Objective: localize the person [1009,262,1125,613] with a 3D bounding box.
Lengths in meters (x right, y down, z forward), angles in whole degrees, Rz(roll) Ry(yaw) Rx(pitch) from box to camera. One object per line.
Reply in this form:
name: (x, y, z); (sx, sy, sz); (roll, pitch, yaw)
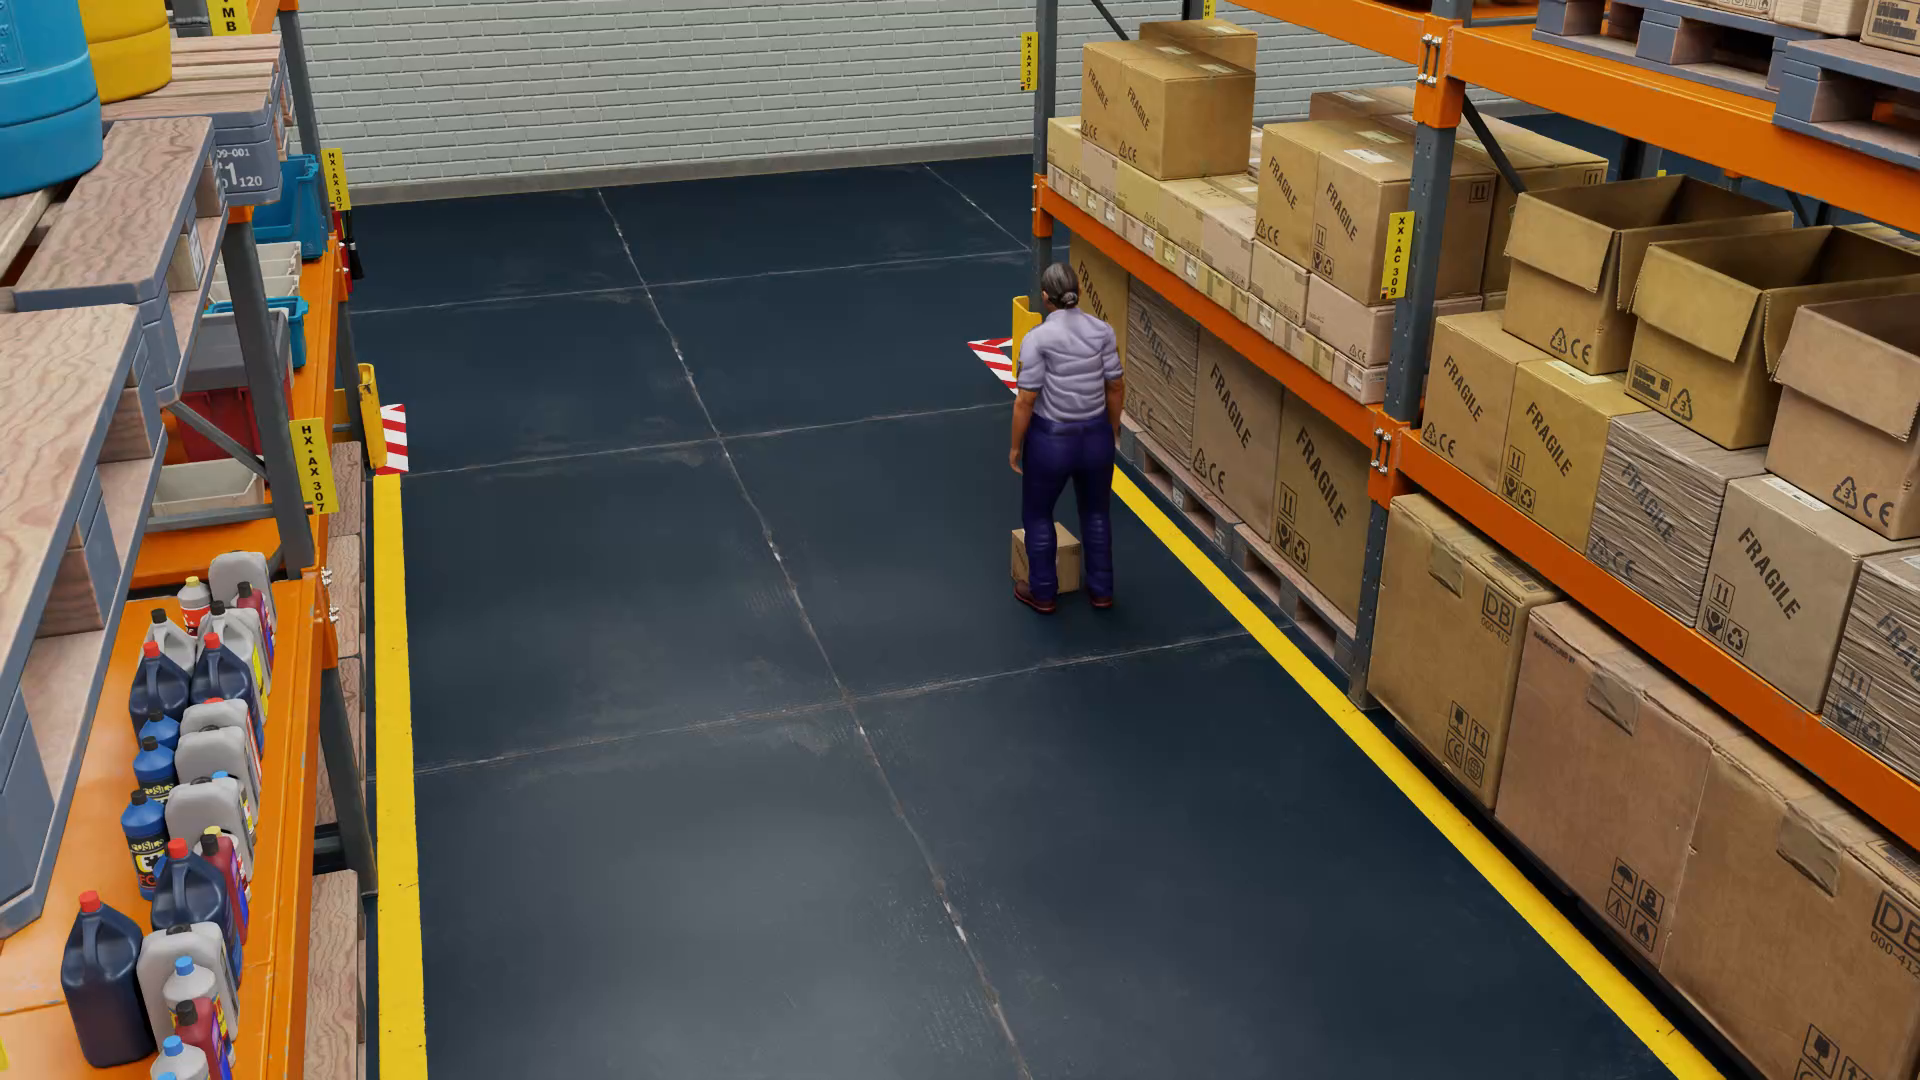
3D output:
person: (0.480, -0.441, 7.507); (0.552, 1.652, 0.415); (-9, 28, -17)
